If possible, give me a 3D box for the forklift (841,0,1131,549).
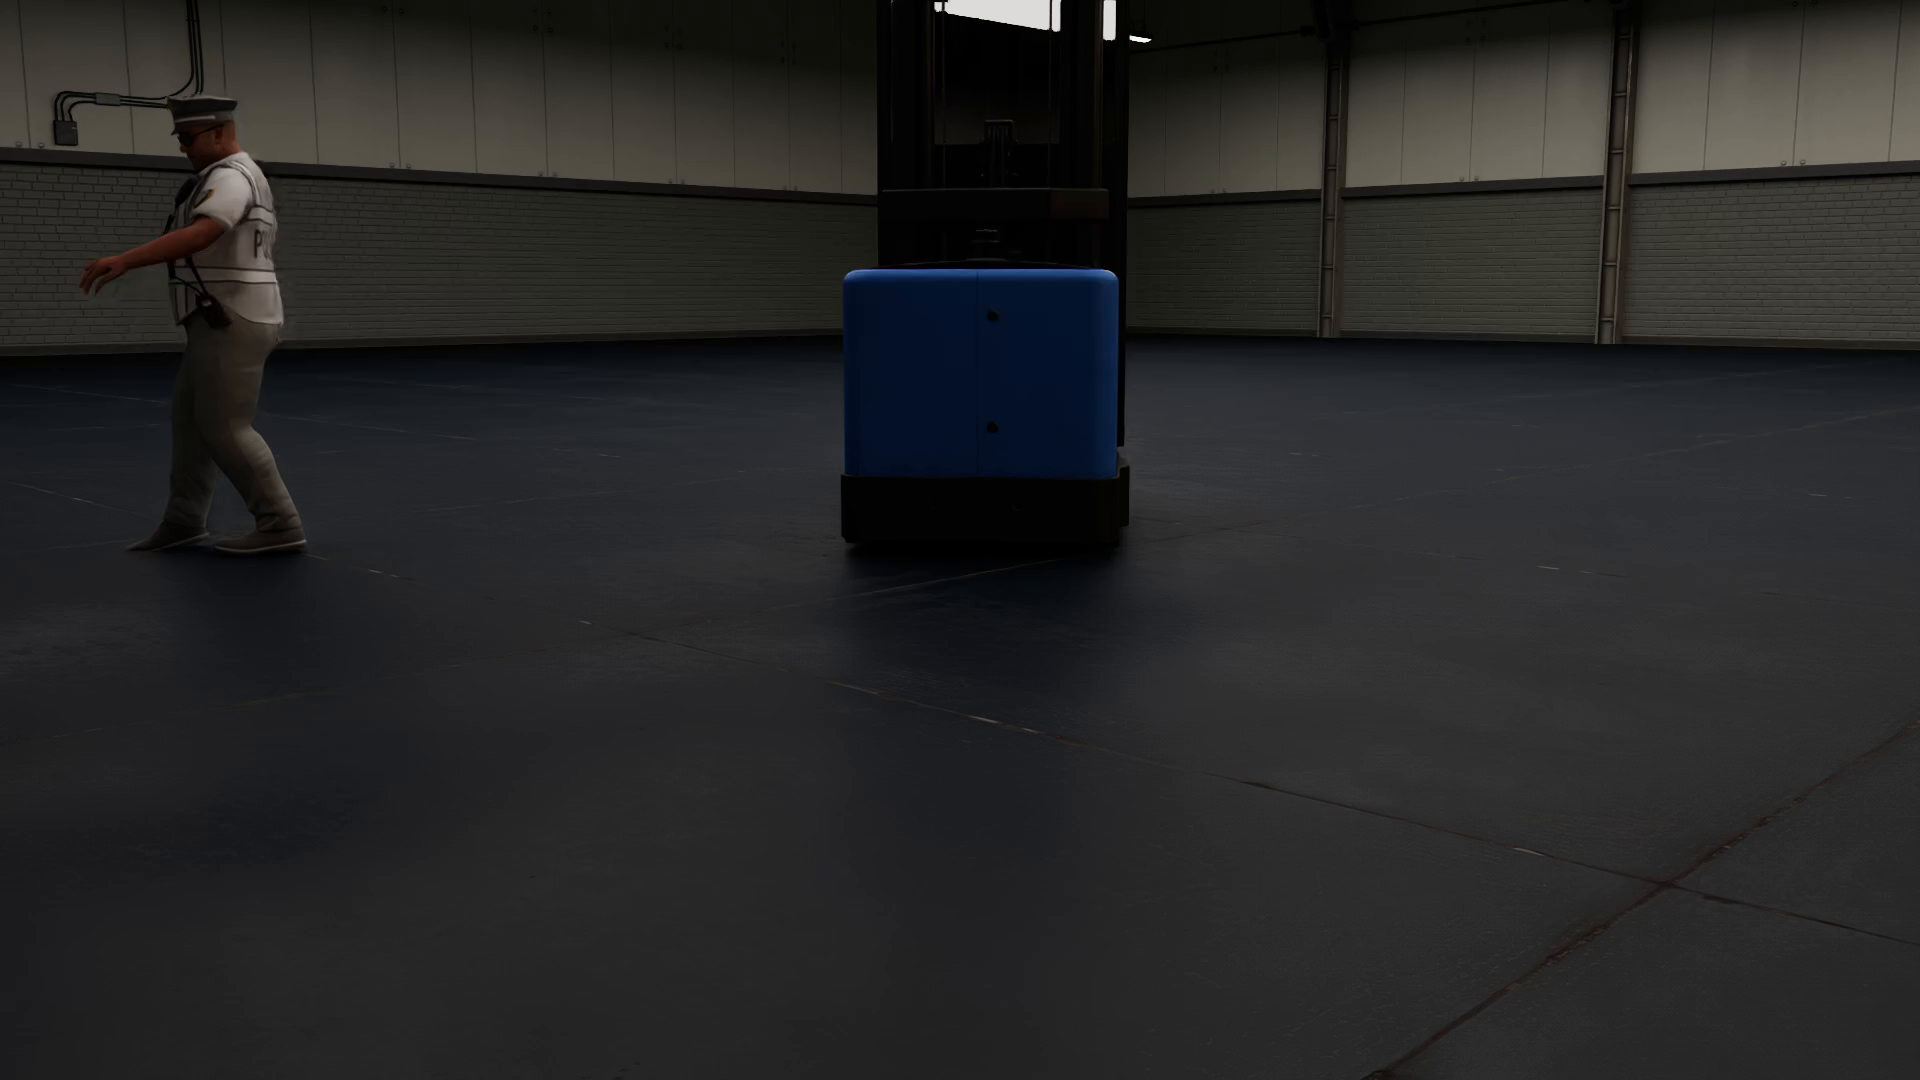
[{"bbox_3d":[0.210,-1.595,7.468,1.130,2.935,3.031,1,9,6],"label":"forklift"}]

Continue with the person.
[{"bbox_3d":[-2.897,-0.788,6.333,0.694,1.756,1.011,-2,9,-14],"label":"person"}]
